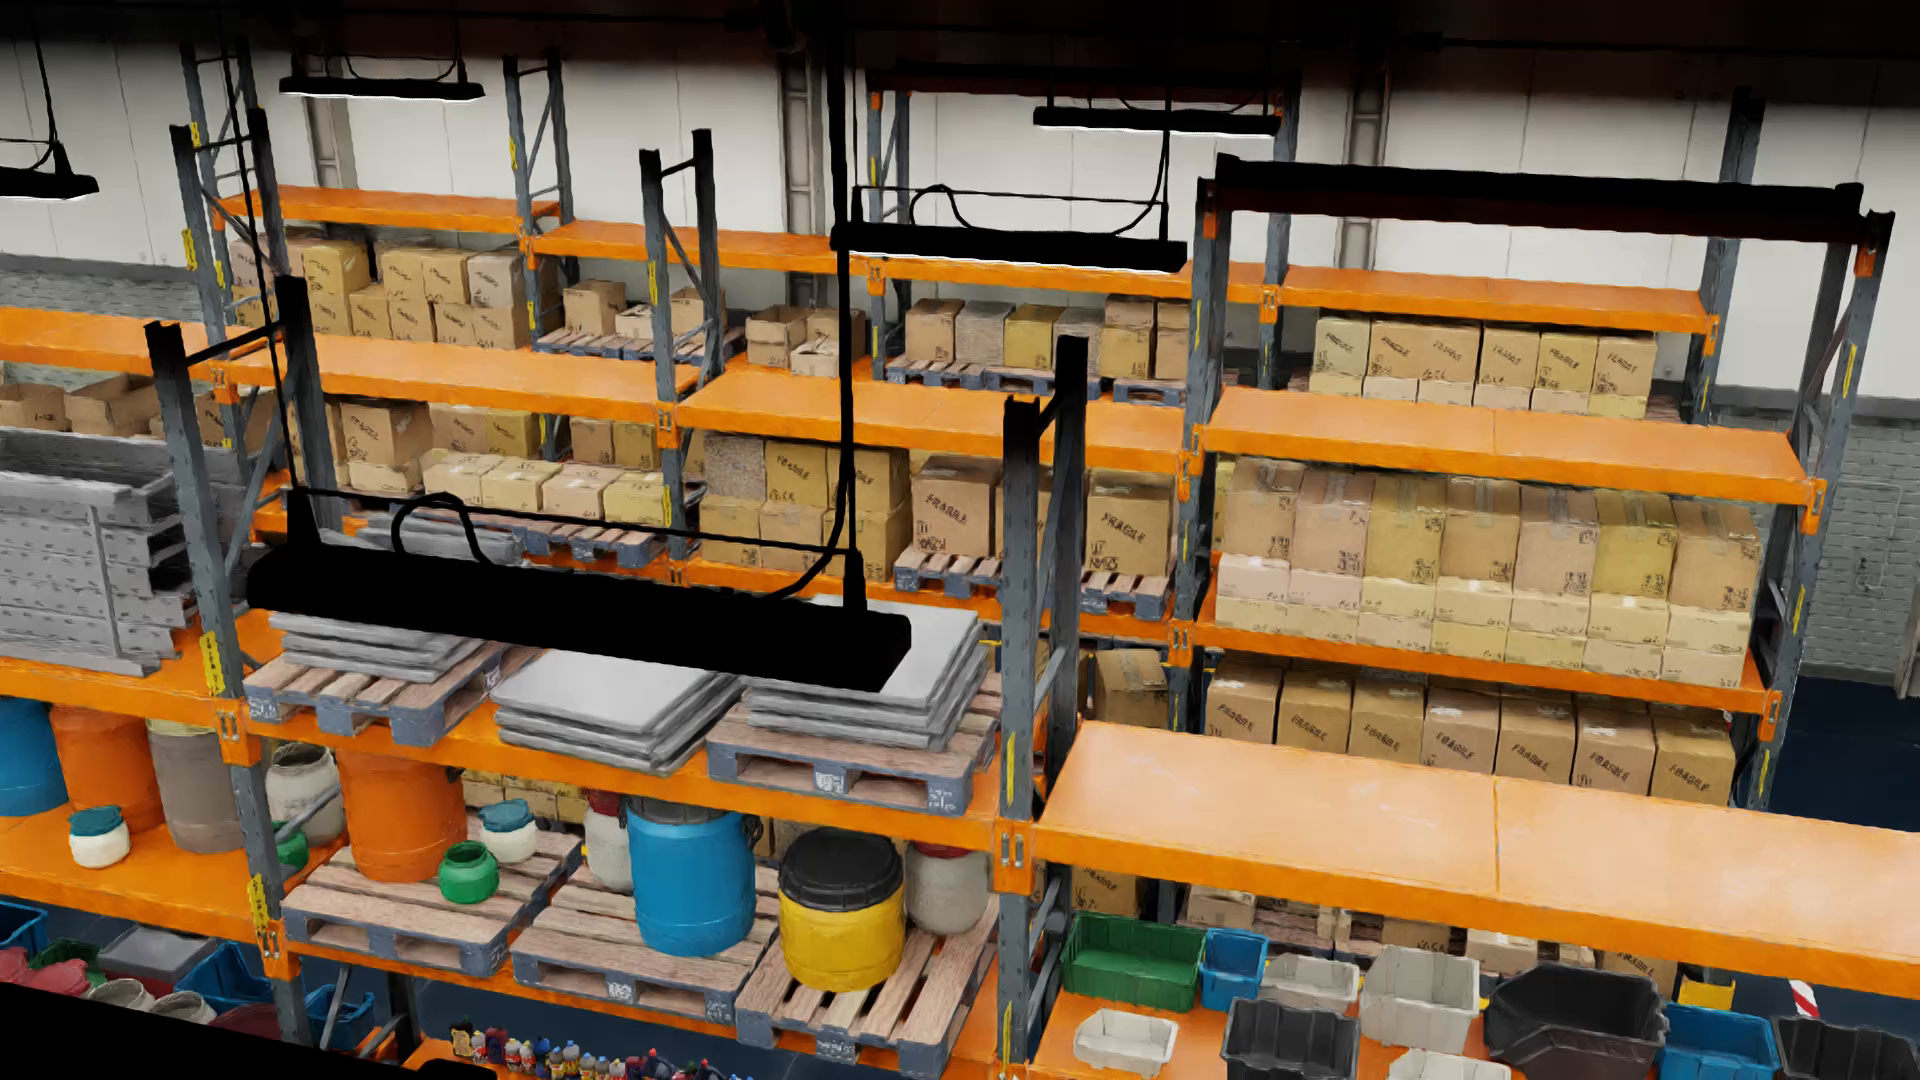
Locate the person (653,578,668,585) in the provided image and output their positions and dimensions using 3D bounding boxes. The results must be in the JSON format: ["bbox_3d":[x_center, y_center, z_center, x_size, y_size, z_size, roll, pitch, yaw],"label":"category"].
[{"bbox_3d":[-3.001,0.355,17.729,0.701,1.693,0.672,3,23,7],"label":"person"}]
